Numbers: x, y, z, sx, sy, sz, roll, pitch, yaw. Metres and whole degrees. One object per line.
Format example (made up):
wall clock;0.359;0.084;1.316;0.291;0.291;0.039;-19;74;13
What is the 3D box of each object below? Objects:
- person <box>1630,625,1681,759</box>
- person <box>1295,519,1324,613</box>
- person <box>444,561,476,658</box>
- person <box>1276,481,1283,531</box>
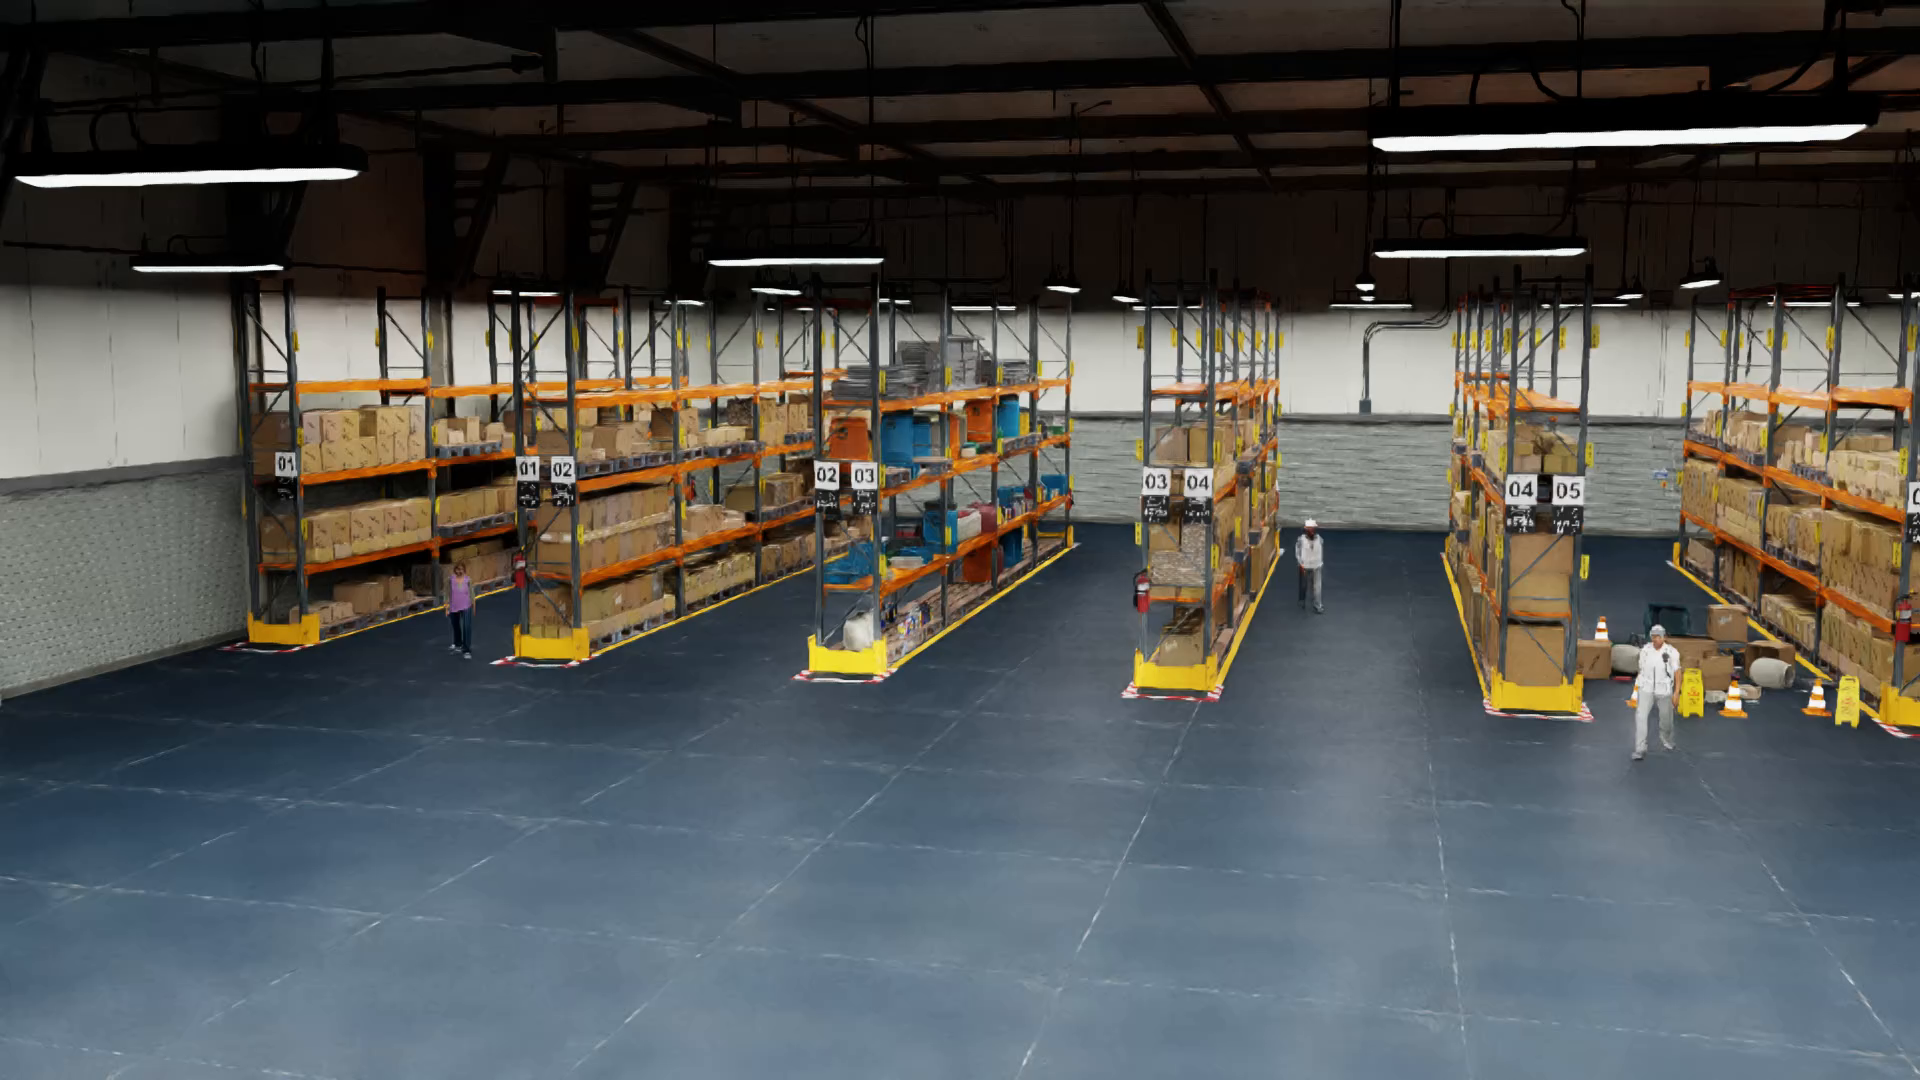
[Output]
person;8.416;1.802;20.031;0.502;1.609;0.909;4;8;30
person;6.455;0.466;30.709;0.537;1.715;1.028;1;7;5
person;-7.923;1.083;26.334;0.489;1.542;0.896;-1;7;-12
person;8.012;-1.009;43.136;0.616;1.712;0.970;5;8;34
